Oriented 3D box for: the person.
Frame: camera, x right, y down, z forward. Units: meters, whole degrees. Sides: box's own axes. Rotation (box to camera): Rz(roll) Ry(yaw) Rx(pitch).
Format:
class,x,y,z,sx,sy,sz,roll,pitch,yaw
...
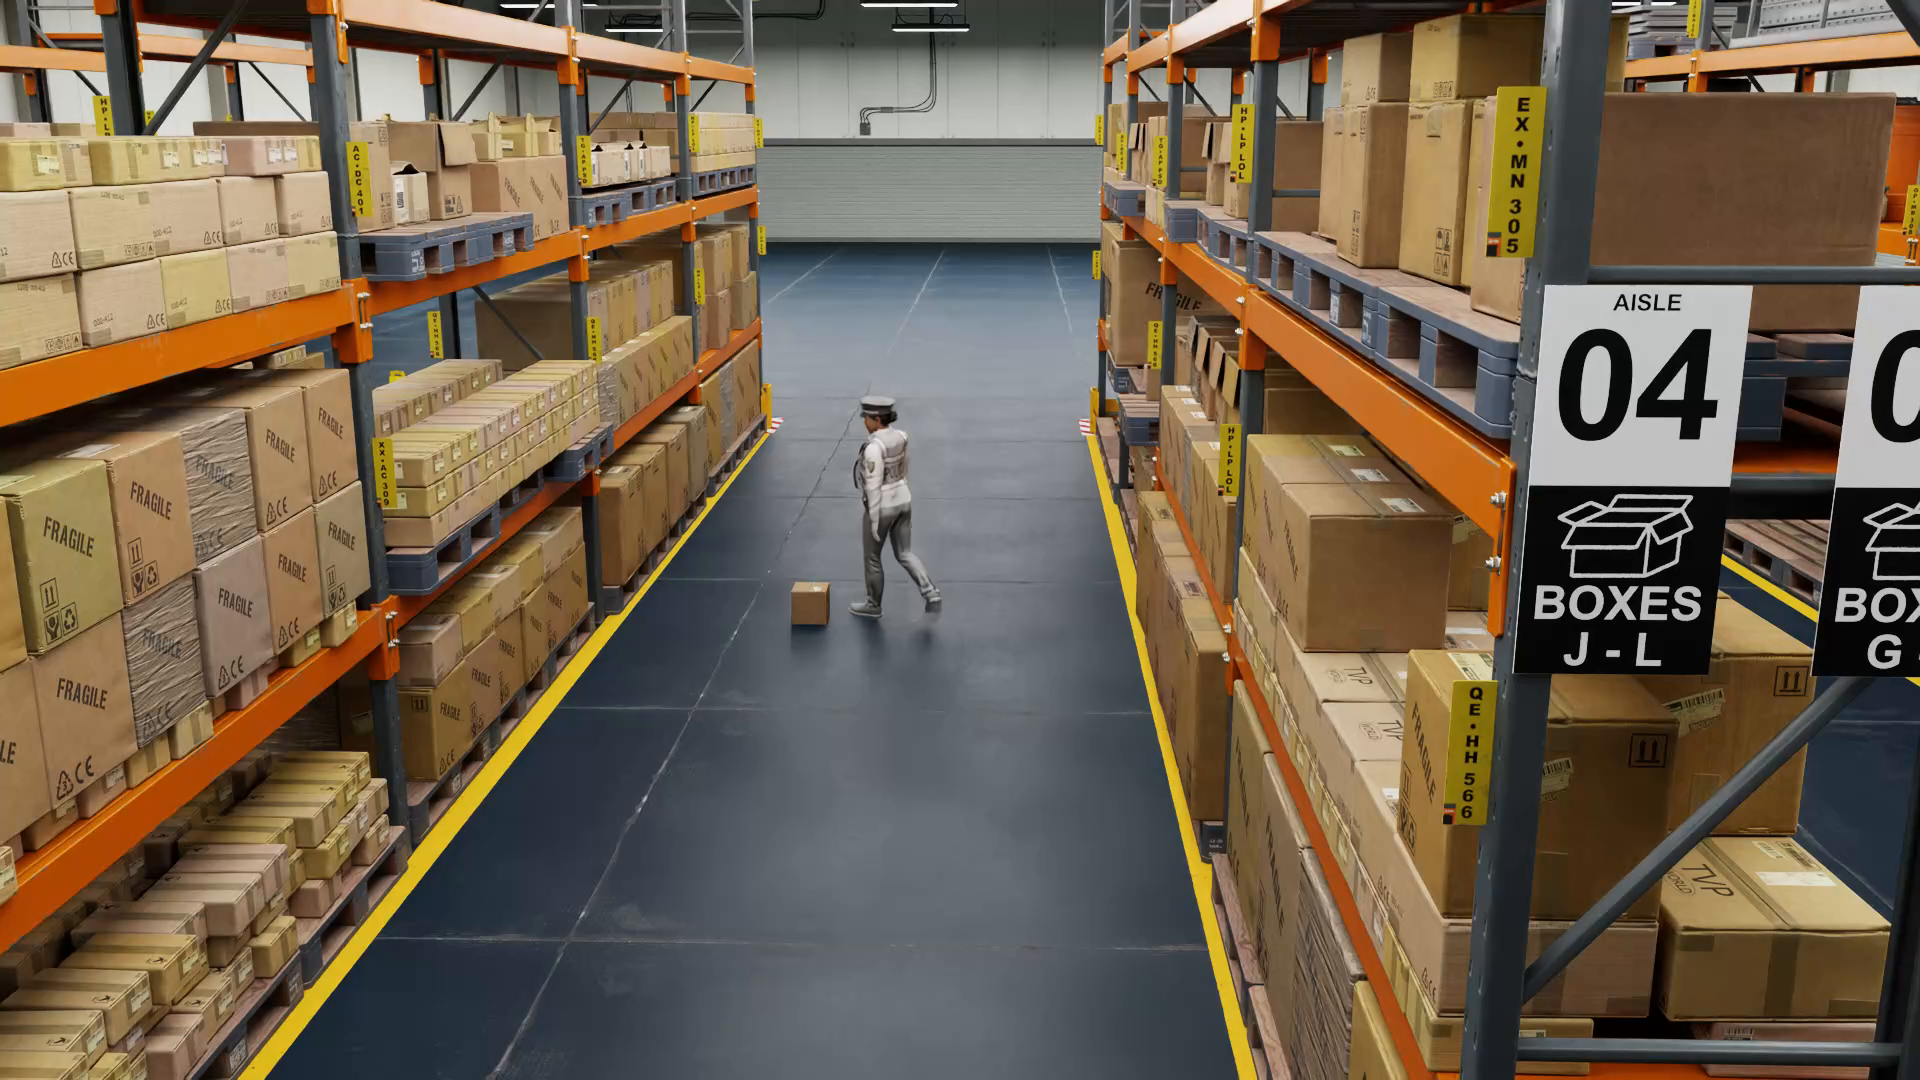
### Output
class,x,y,z,sx,sy,sz,roll,pitch,yaw
person,-0.479,-0.211,11.819,0.824,1.643,0.542,10,17,36
